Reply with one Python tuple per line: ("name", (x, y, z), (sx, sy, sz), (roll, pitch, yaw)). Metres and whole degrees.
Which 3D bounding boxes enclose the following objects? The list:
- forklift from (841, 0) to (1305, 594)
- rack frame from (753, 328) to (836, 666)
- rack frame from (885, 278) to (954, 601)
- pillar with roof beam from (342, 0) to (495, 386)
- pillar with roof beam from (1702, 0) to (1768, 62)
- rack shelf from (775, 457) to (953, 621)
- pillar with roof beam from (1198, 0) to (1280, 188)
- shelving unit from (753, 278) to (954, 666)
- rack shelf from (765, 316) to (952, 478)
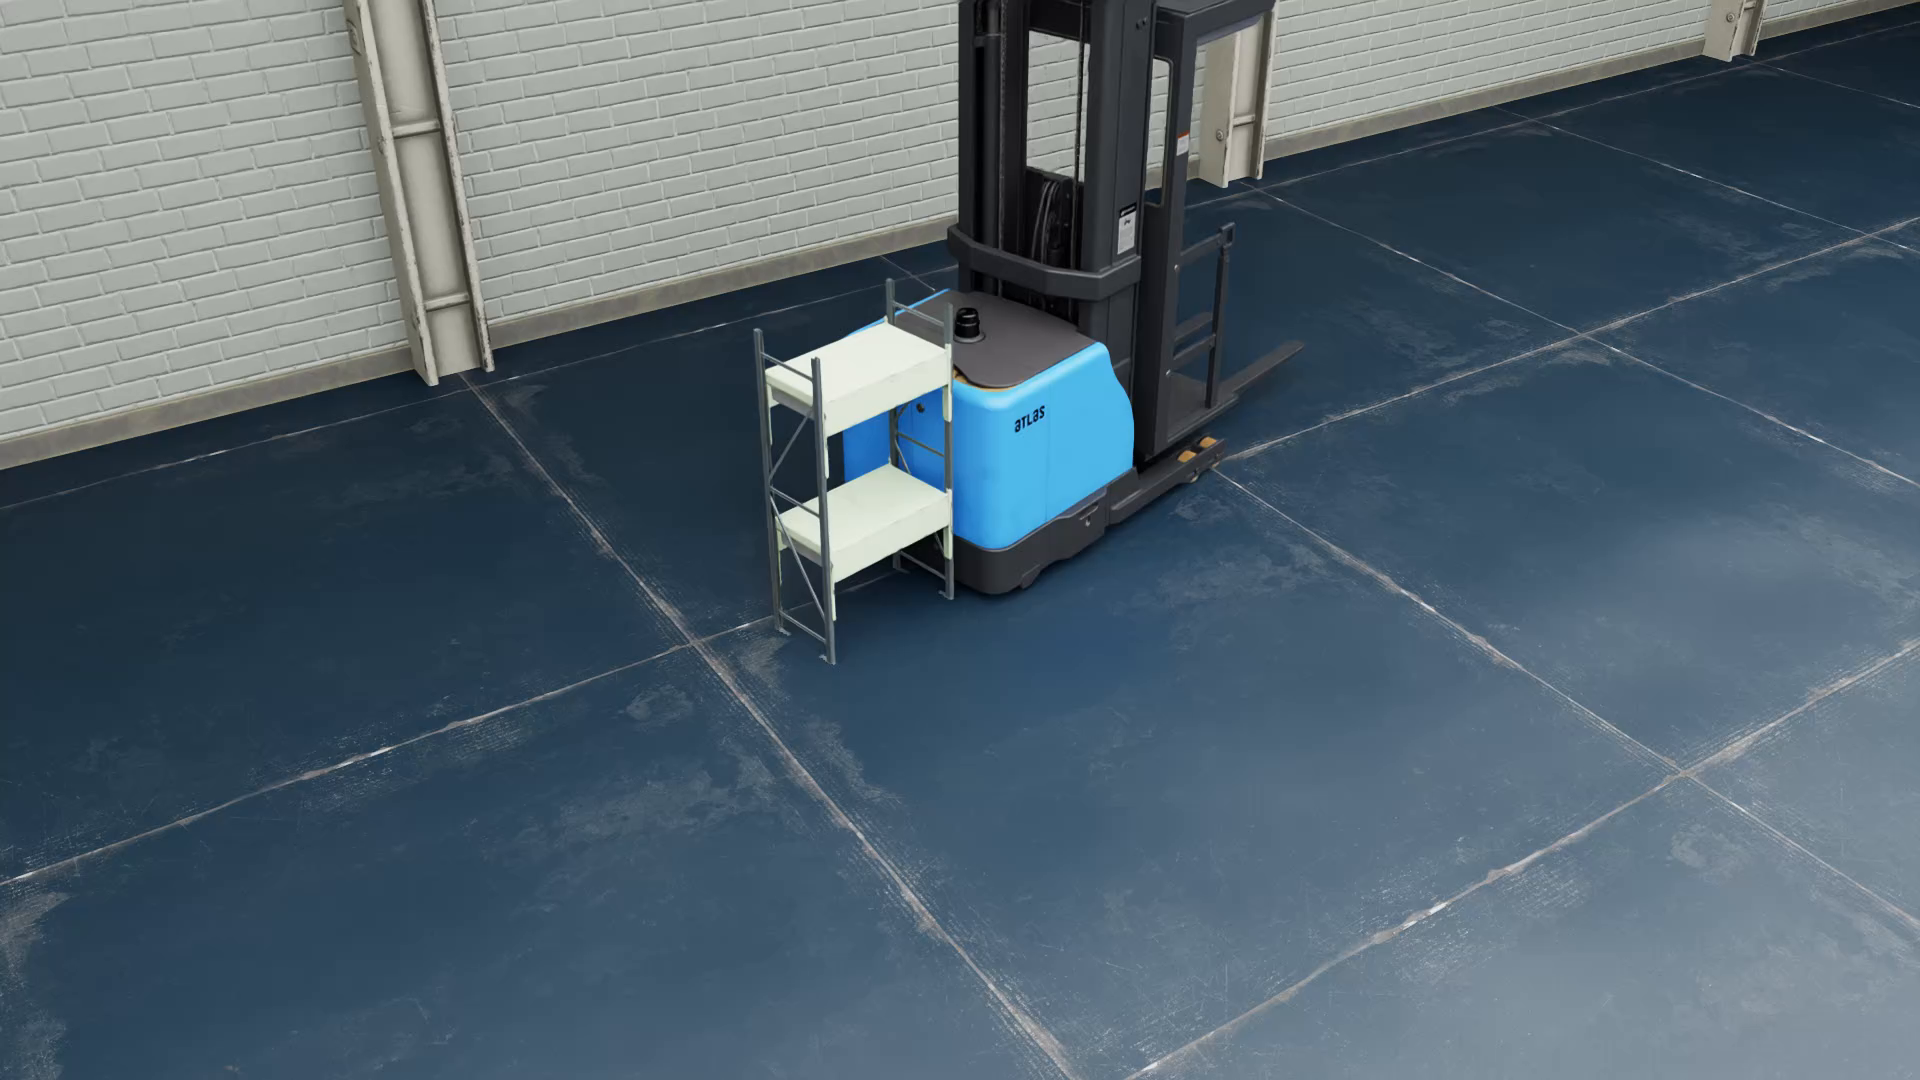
("forklift", (0.762, -1.697, 8.193), (1.130, 2.935, 3.031), (25, 40, 34))
("rack frame", (-0.699, -0.155, 7.090), (0.023, 1.500, 0.400), (-28, 41, -36))
("rack frame", (-0.177, -0.429, 7.524), (0.023, 1.500, 0.400), (-28, 41, -36))
("pillar with roof beam", (-0.669, -2.895, 4.405), (0.400, 9.000, 9.100), (-19, 37, -27))
("pillar with roof beam", (9.418, -6.364, 9.904), (0.400, 9.000, 9.100), (-19, 37, -27))
("rack shelf", (-0.438, -0.016, 7.481), (0.720, 0.370, 0.431), (-28, 41, -36))
("pillar with roof beam", (4.375, -4.629, 7.154), (0.400, 9.000, 9.100), (-19, 37, -27))
("shelving unit", (-0.438, -0.292, 7.307), (0.755, 1.500, 0.431), (-28, 41, -36))
("rack shelf", (-0.438, -0.622, 7.098), (0.720, 0.370, 0.431), (-28, 41, -36))
